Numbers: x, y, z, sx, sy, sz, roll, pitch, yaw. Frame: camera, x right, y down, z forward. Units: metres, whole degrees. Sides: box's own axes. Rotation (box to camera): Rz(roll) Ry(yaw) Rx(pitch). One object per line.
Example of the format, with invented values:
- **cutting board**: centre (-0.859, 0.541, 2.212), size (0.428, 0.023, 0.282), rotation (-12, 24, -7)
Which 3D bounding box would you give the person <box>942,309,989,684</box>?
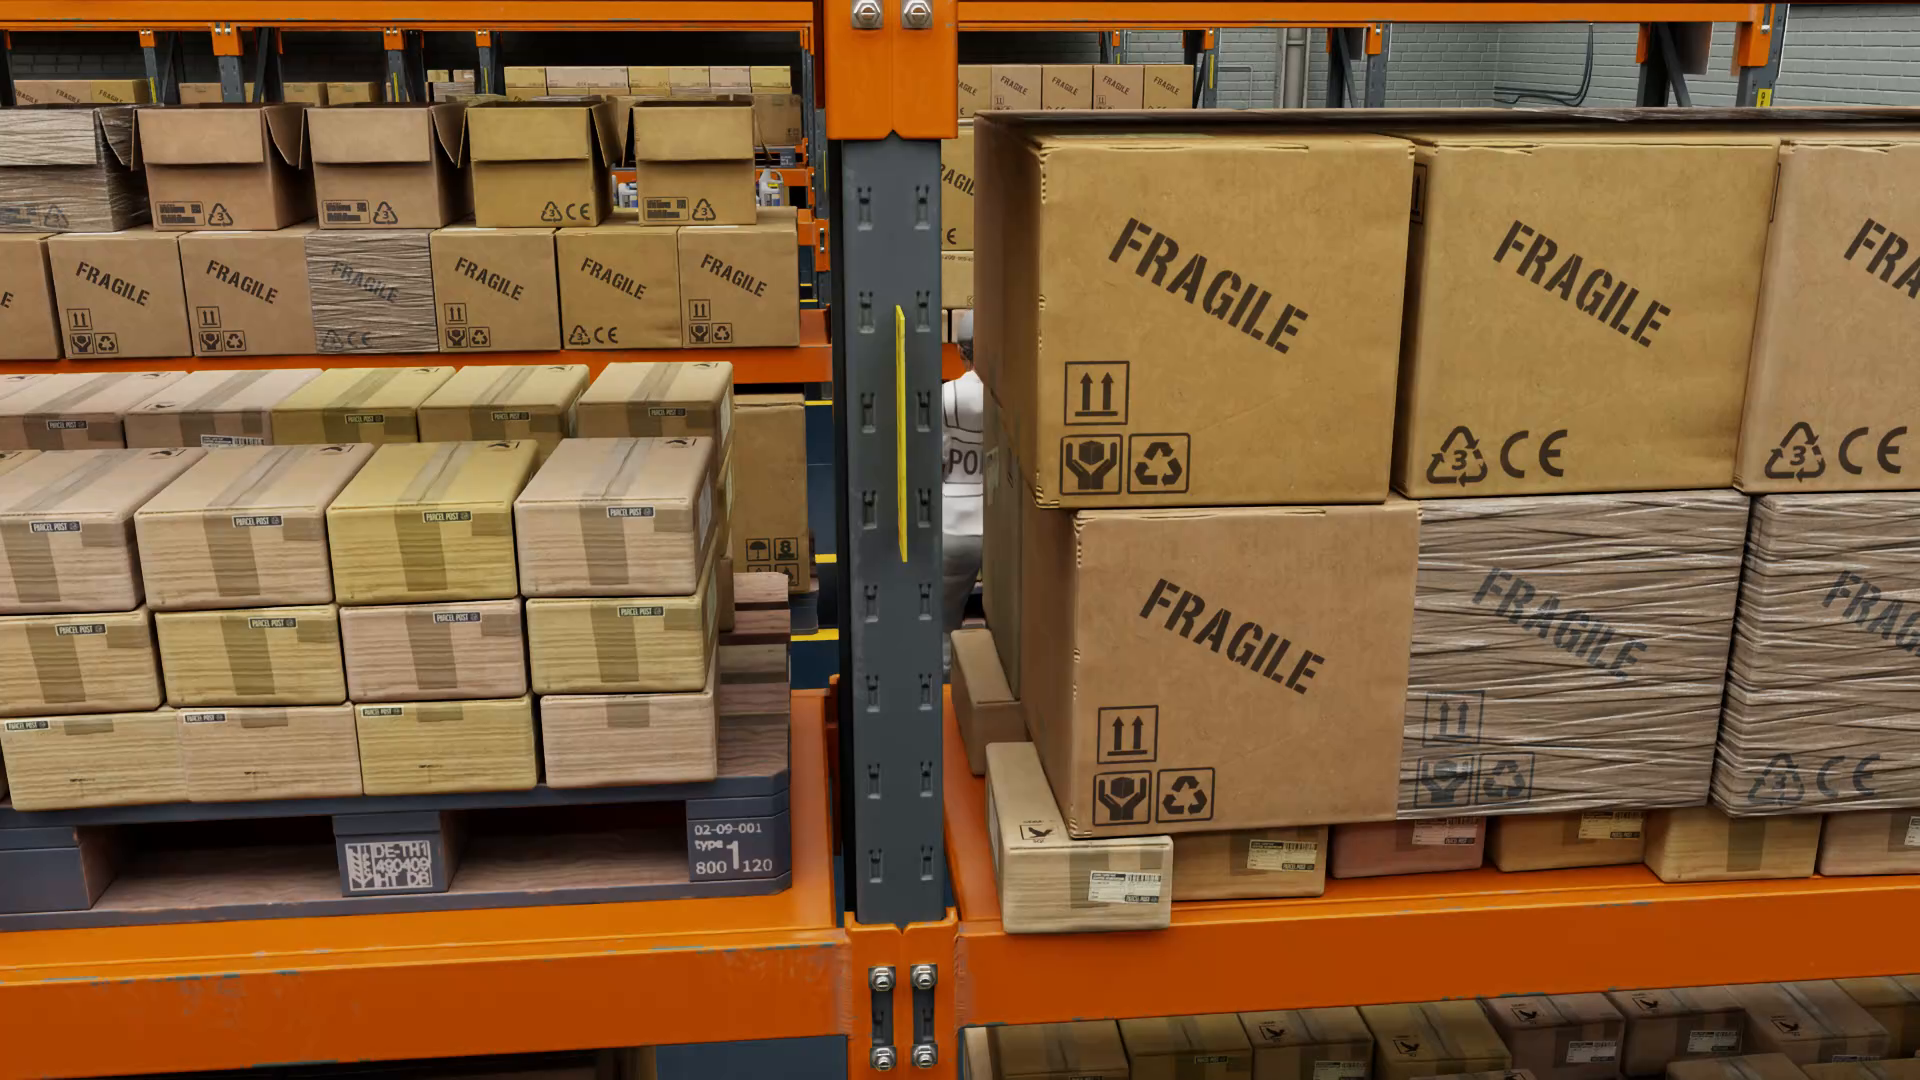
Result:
- **person**: centre (0.067, -0.012, 6.053), size (0.481, 1.670, 0.424), rotation (-3, 17, -11)
